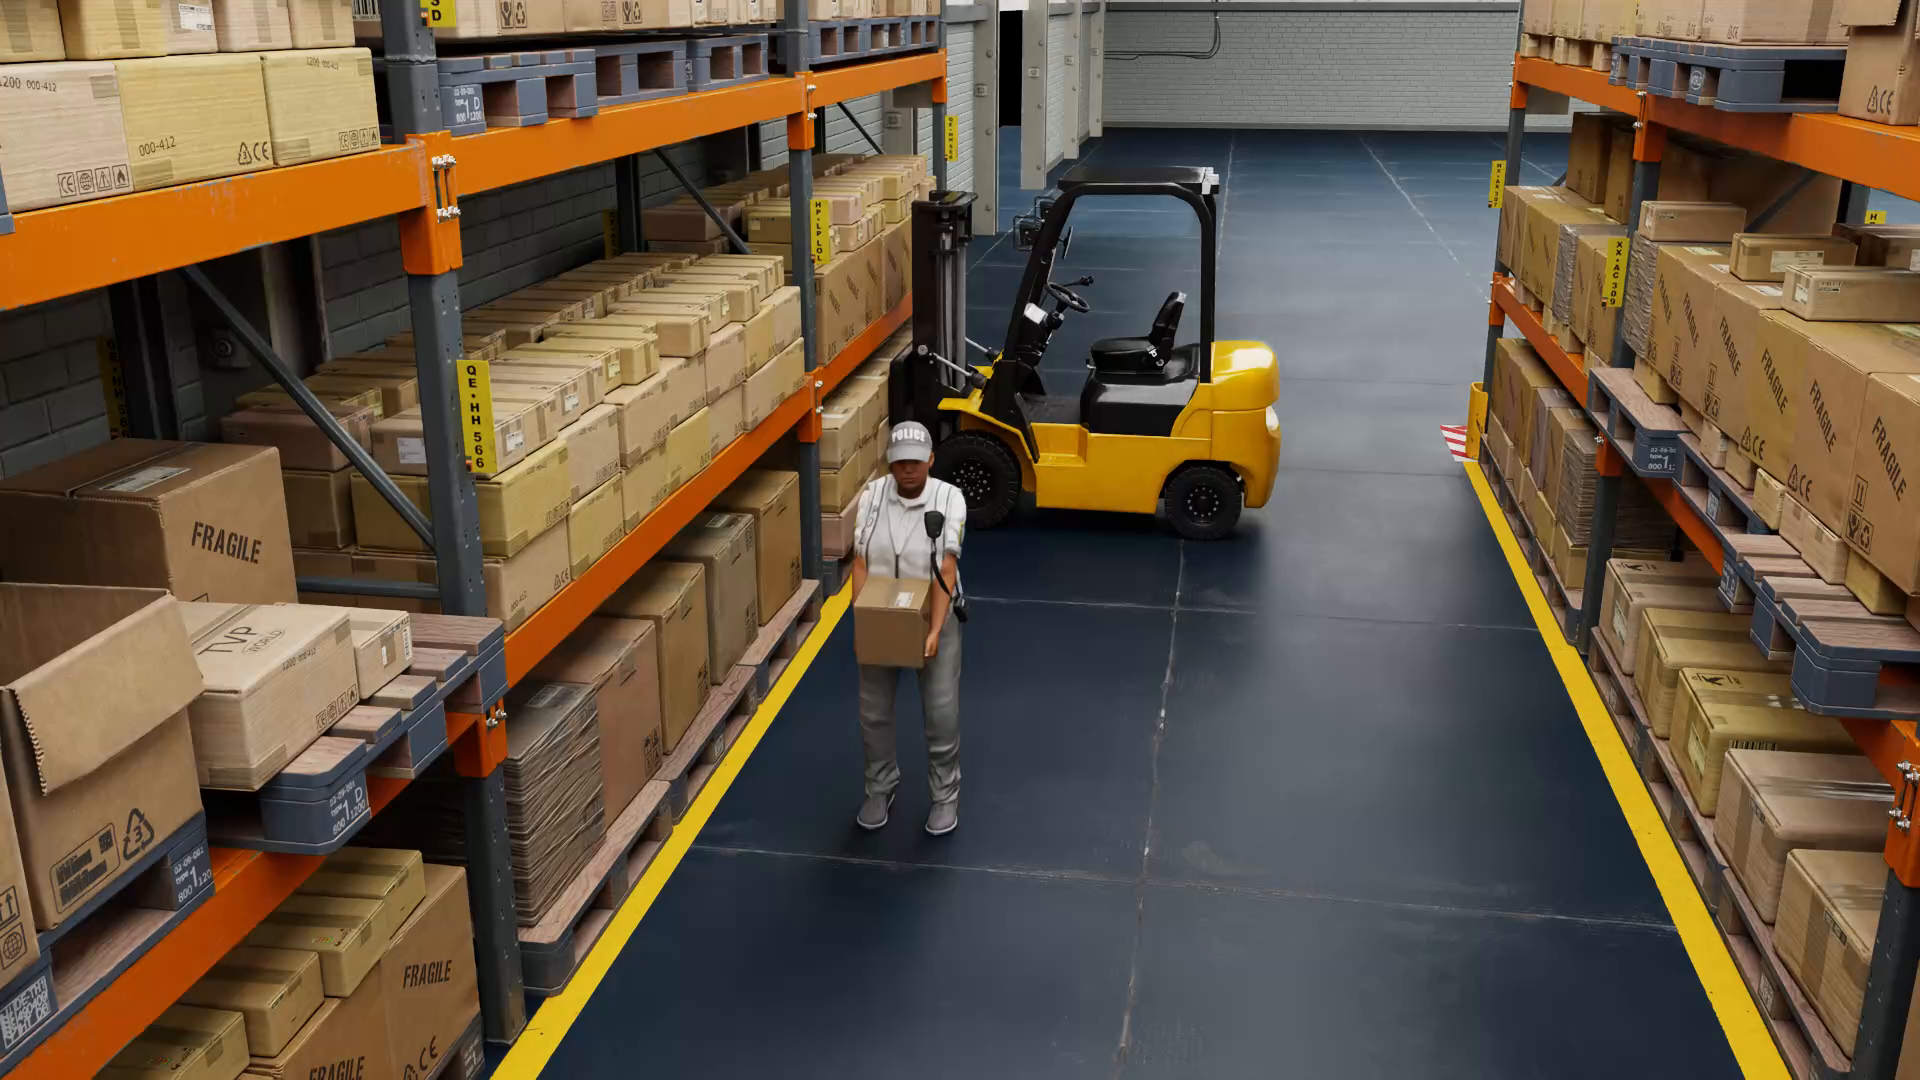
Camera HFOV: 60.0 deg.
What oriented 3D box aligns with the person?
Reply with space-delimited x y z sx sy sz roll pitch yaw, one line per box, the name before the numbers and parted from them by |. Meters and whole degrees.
person | -0.204 0.355 6.480 0.452 1.661 0.552 3 18 9
